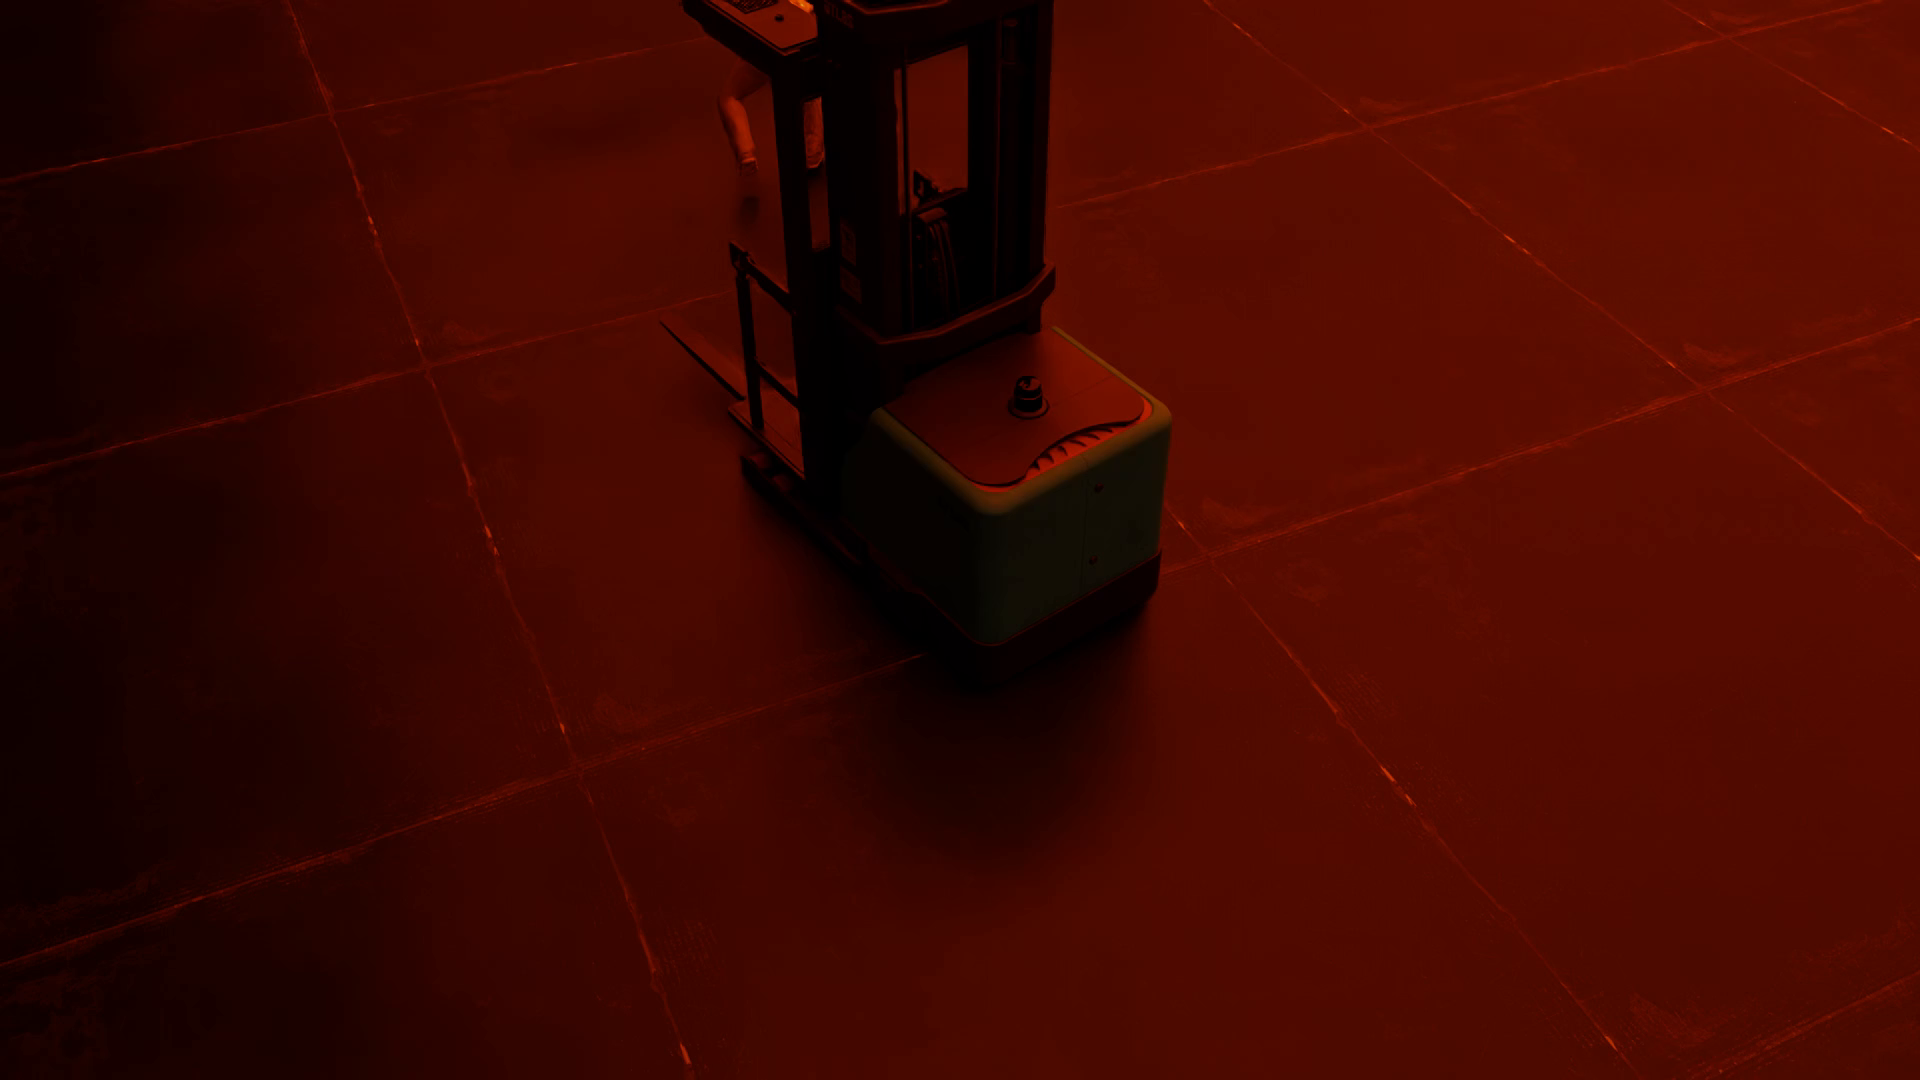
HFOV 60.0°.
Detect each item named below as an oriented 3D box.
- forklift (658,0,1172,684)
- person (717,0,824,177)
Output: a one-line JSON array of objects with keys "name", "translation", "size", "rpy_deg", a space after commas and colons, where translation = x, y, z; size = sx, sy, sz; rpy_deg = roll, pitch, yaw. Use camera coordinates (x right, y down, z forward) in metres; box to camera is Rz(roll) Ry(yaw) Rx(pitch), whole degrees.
[{"name": "forklift", "translation": [-0.405, -1.412, 7.193], "size": [1.130, 2.935, 3.031], "rpy_deg": [-28, 50, -26]}, {"name": "person", "translation": [-0.929, -2.886, 9.775], "size": [0.993, 1.553, 0.701], "rpy_deg": [-13, 44, -13]}]
